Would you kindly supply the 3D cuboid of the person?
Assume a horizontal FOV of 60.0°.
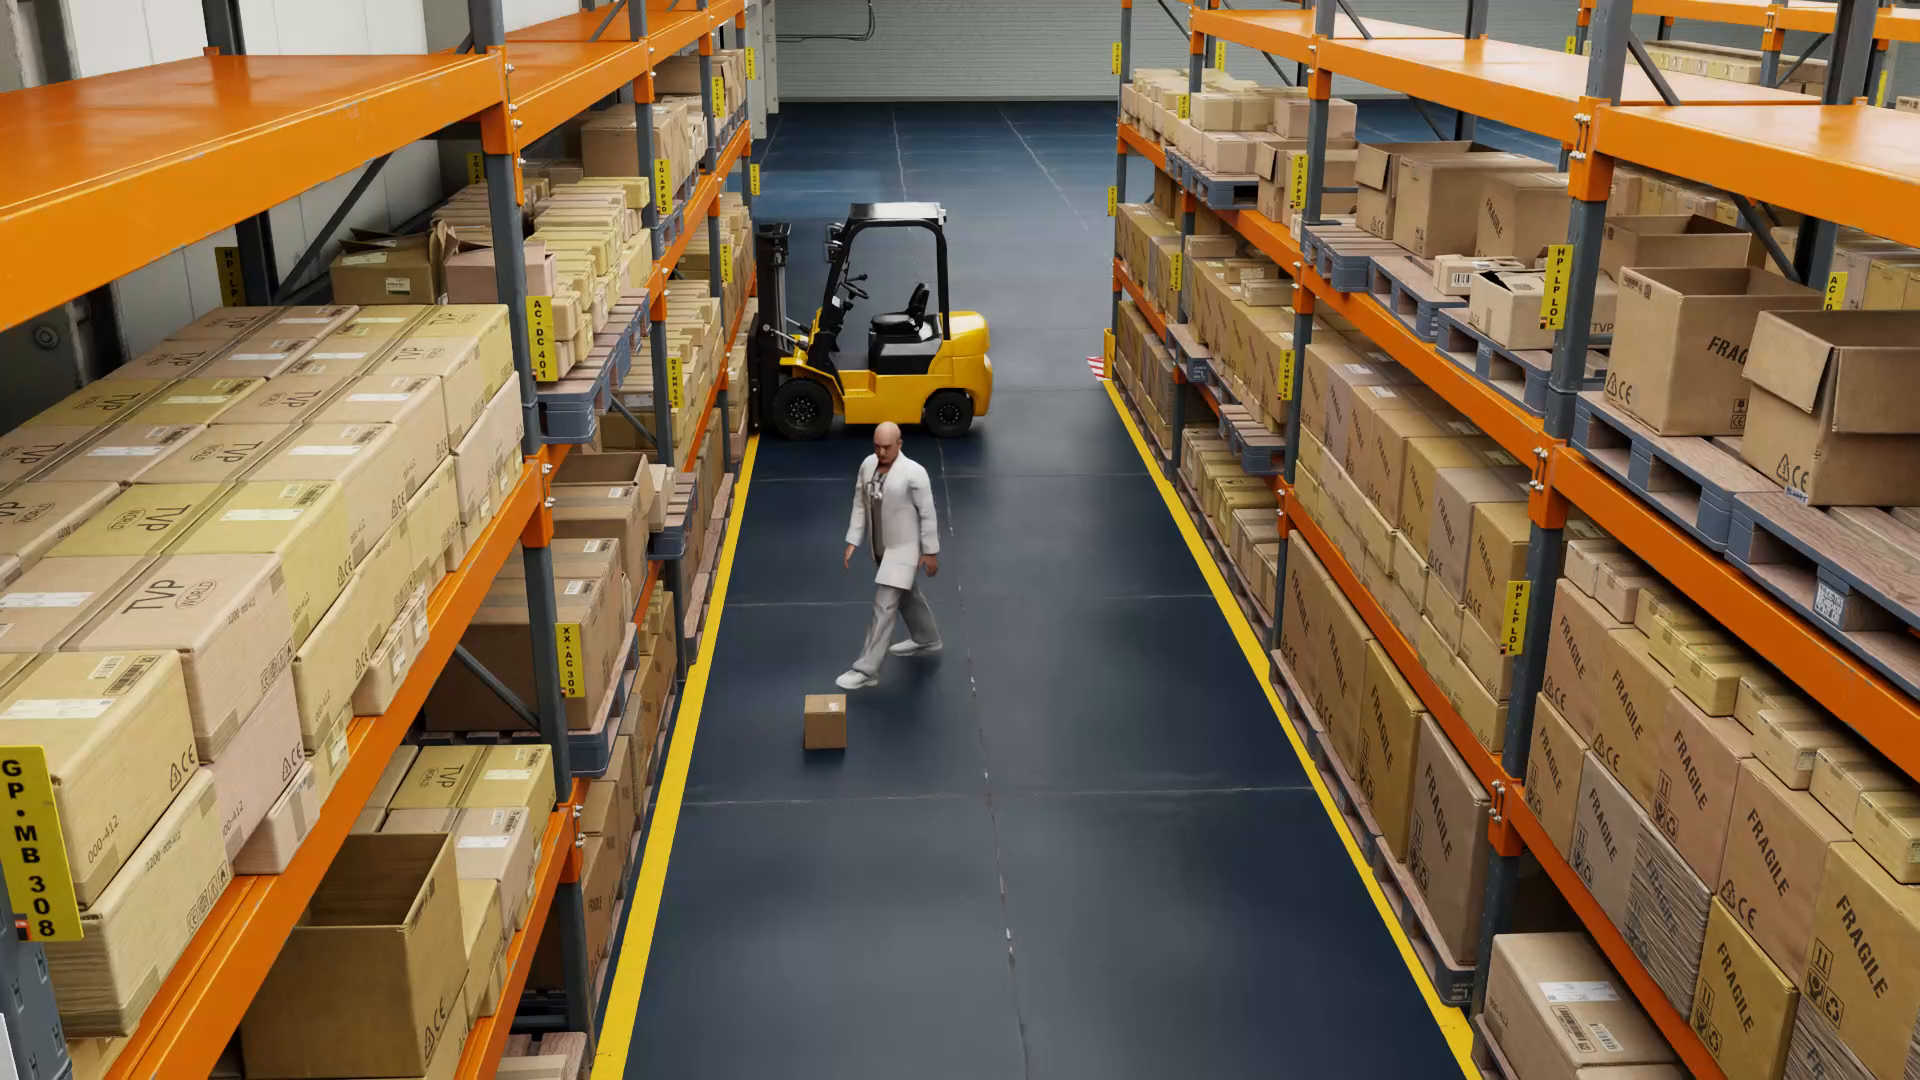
[{"bbox_3d":[-0.512,0.064,10.891,1.050,1.729,0.575,-16,25,-37],"label":"person"}]
